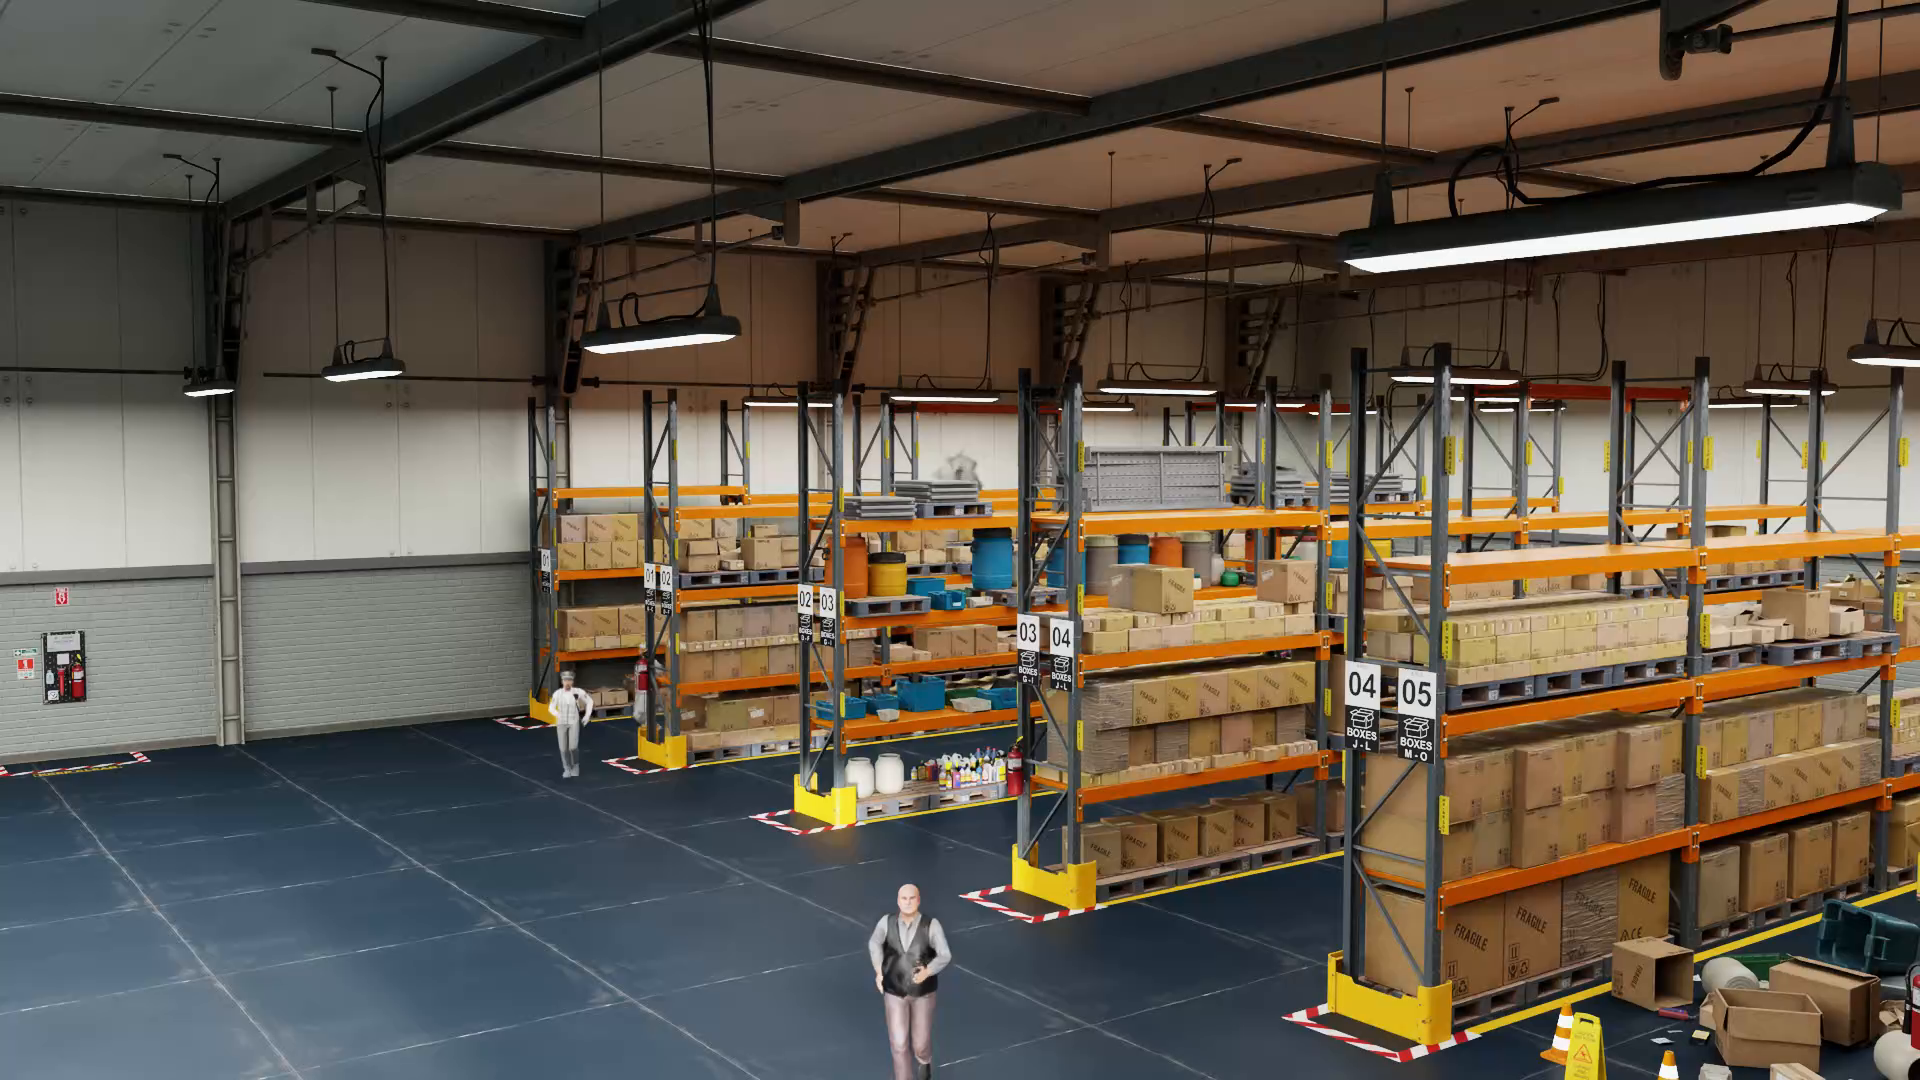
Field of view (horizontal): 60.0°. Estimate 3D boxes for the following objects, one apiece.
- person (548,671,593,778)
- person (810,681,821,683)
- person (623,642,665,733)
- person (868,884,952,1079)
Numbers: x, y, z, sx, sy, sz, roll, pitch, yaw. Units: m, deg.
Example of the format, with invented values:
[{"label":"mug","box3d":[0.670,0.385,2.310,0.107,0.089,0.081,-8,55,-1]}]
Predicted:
[{"label":"person","box3d":[-5.961,2.829,25.426,0.646,1.674,0.632,0,3,-6]},{"label":"person","box3d":[-2.693,2.515,30.692,0.899,1.643,0.615,-3,4,-40]},{"label":"person","box3d":[-5.390,2.610,28.164,0.552,1.758,0.665,-3,4,-41]},{"label":"person","box3d":[-0.396,3.538,12.978,0.664,1.722,0.805,0,3,3]}]
